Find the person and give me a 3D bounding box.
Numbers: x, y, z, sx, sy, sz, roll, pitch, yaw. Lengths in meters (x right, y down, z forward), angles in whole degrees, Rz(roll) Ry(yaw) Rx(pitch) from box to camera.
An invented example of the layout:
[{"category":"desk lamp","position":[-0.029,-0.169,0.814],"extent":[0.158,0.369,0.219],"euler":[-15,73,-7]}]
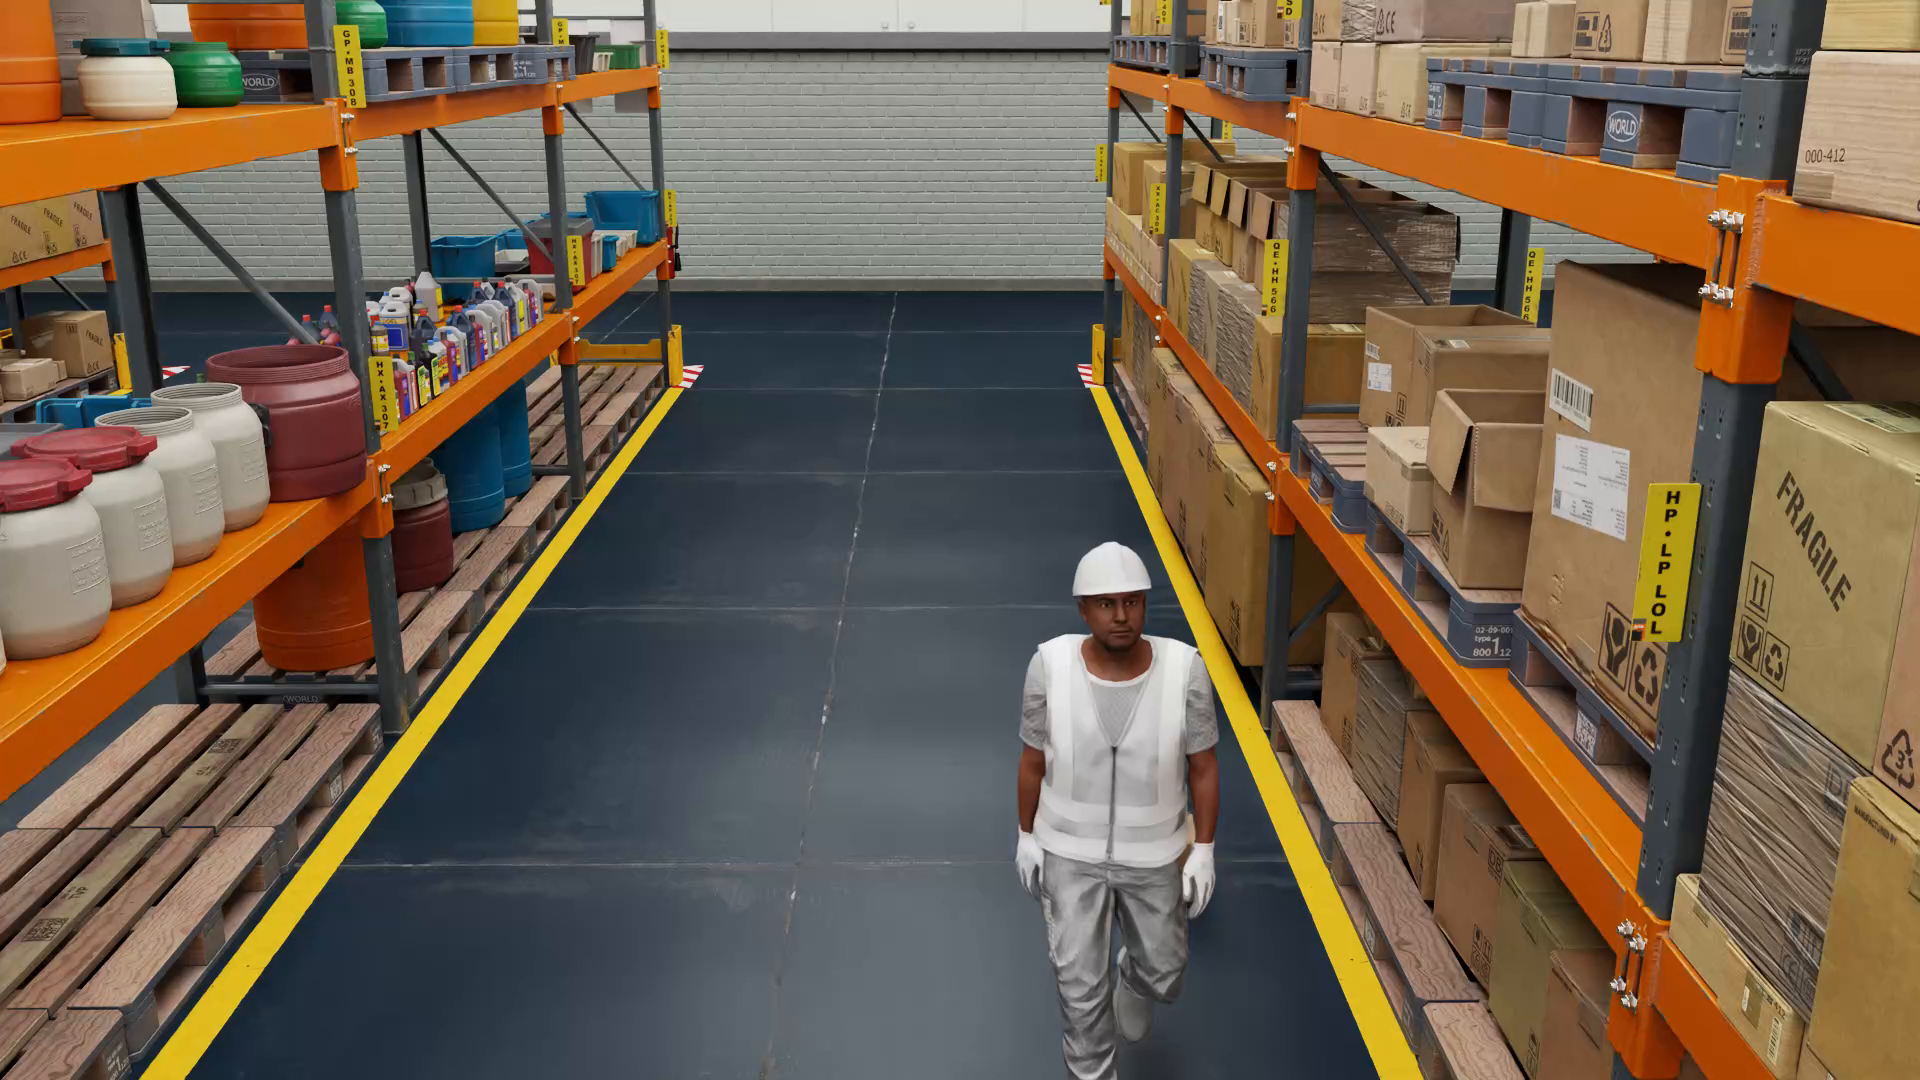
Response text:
[{"category":"person","position":[0.441,0.840,4.716],"extent":[0.566,1.765,0.794],"euler":[1,17,4]}]
